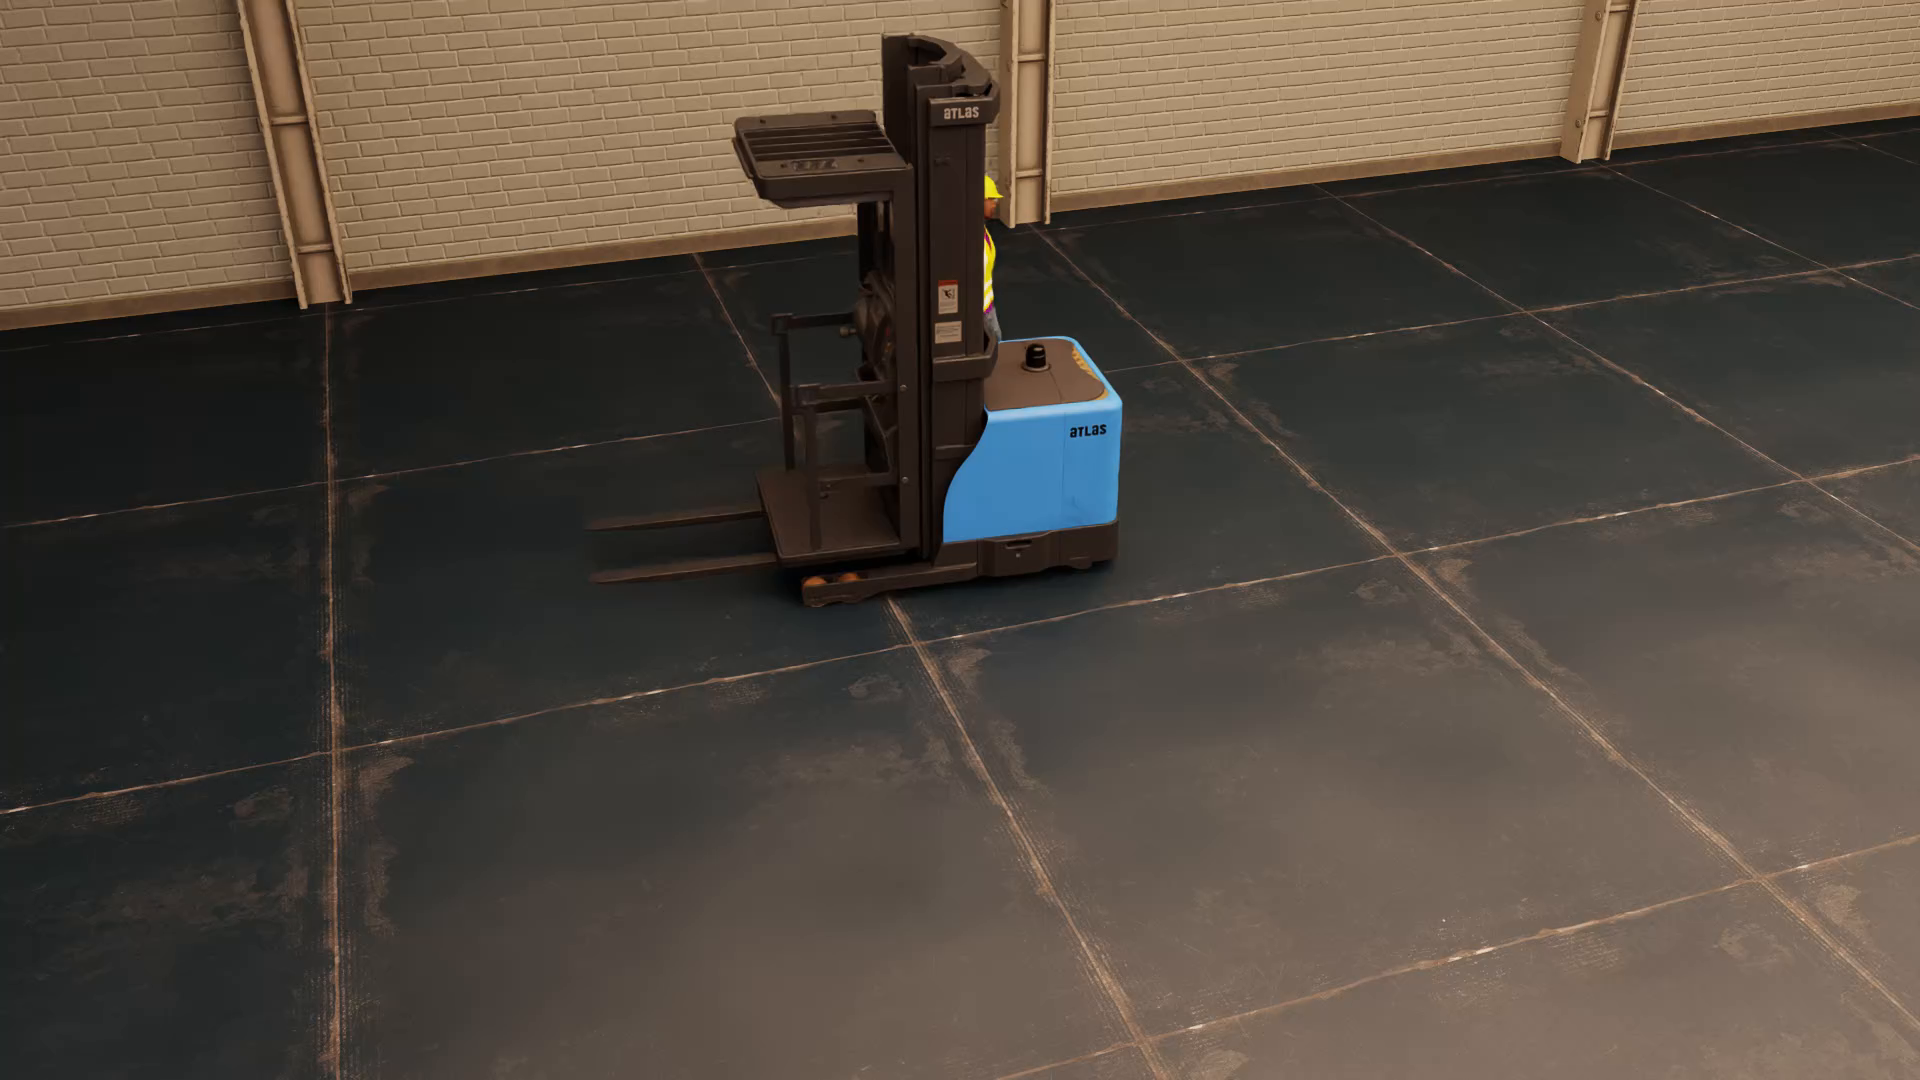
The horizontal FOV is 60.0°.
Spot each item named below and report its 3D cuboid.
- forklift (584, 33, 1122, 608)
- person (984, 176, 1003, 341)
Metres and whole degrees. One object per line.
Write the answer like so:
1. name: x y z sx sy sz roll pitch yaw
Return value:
1. forklift: -0.654 -1.180 9.139 3.031 2.935 1.130 -7 31 -12
2. person: 0.001 -1.542 11.047 0.497 1.734 0.888 7 31 12
